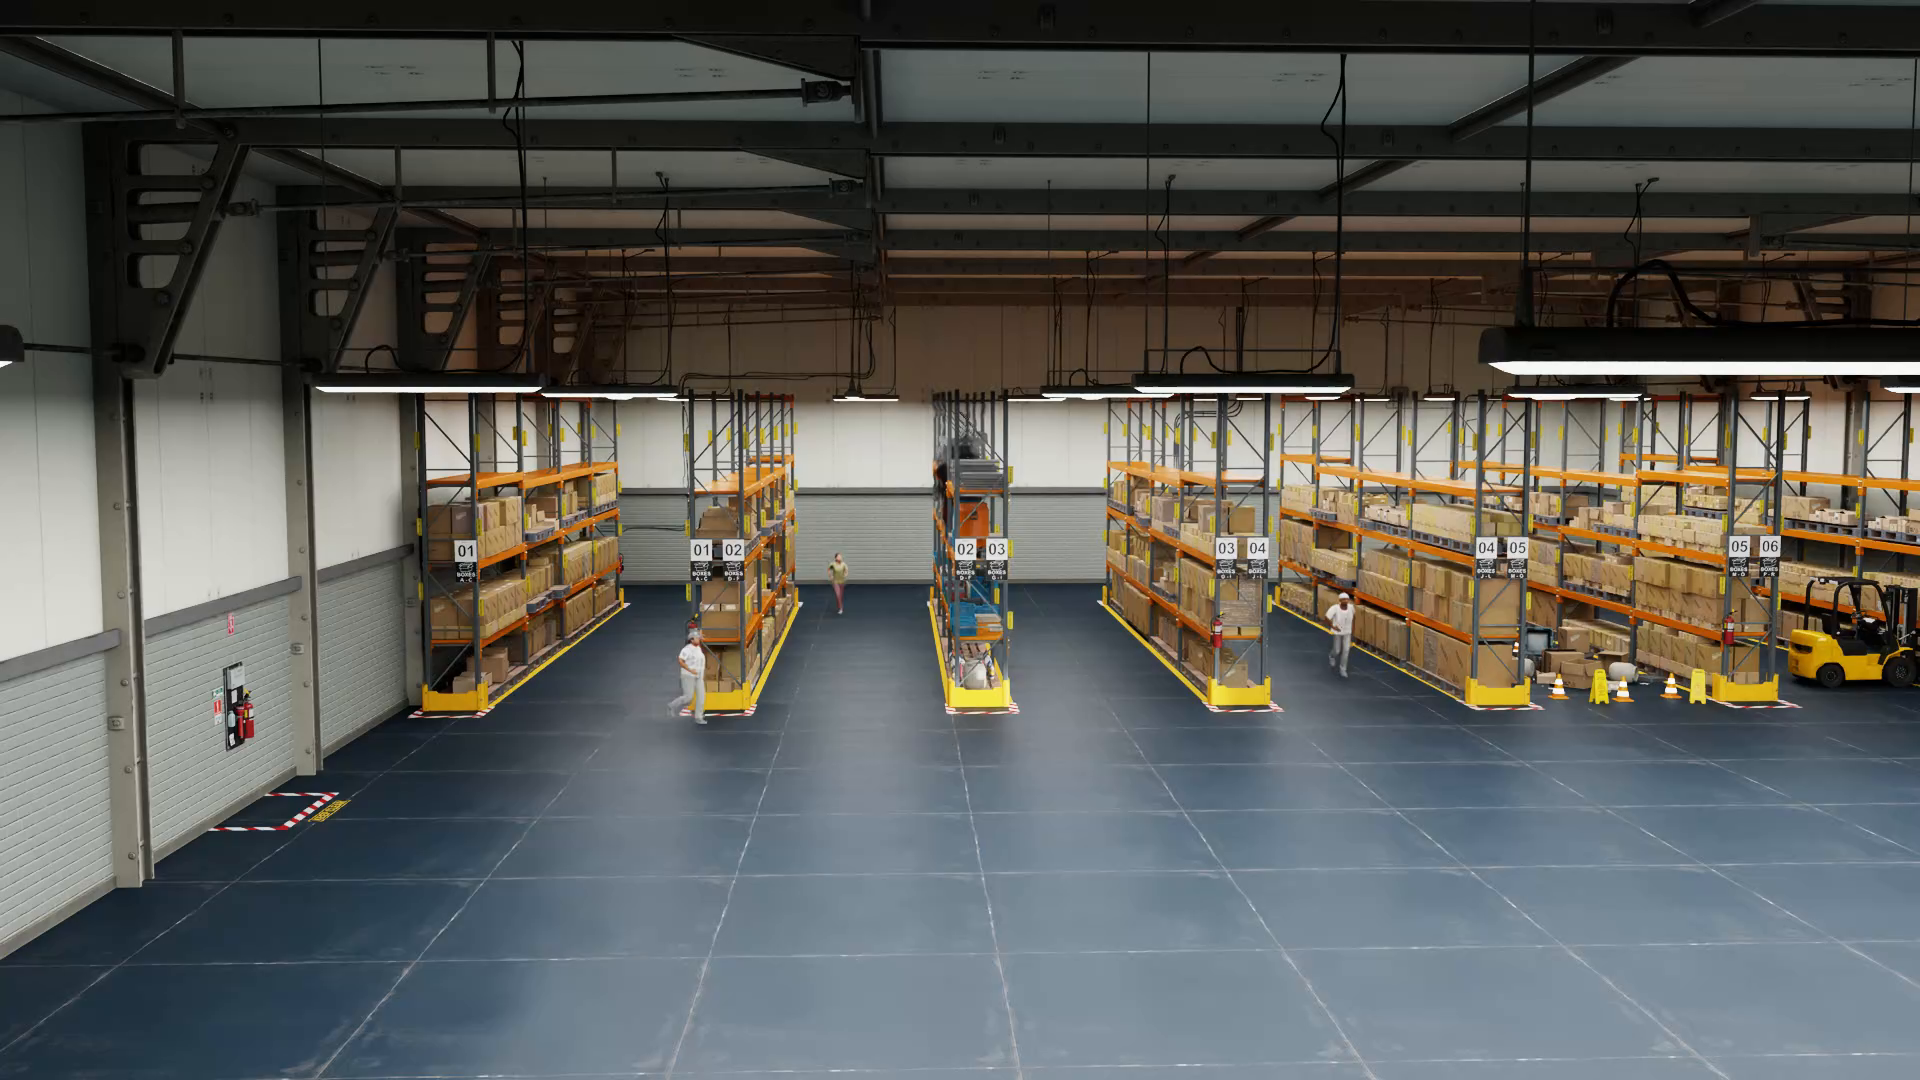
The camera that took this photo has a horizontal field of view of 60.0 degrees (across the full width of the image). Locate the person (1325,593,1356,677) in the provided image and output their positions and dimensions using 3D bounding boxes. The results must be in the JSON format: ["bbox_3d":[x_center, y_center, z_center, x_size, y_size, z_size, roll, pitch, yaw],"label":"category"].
[{"bbox_3d":[8.082,1.978,35.280,0.725,1.755,0.966,-1,5,-8],"label":"person"}]

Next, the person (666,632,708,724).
[{"bbox_3d":[-4.815,2.470,29.997,0.839,1.624,0.670,2,5,27],"label":"person"}]

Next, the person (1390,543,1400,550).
[{"bbox_3d":[12.852,0.866,49.310,0.697,1.754,0.671,0,5,6],"label":"person"}]

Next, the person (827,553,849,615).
[{"bbox_3d":[-3.344,1.179,45.637,0.589,1.665,0.897,-1,5,-17],"label":"person"}]
